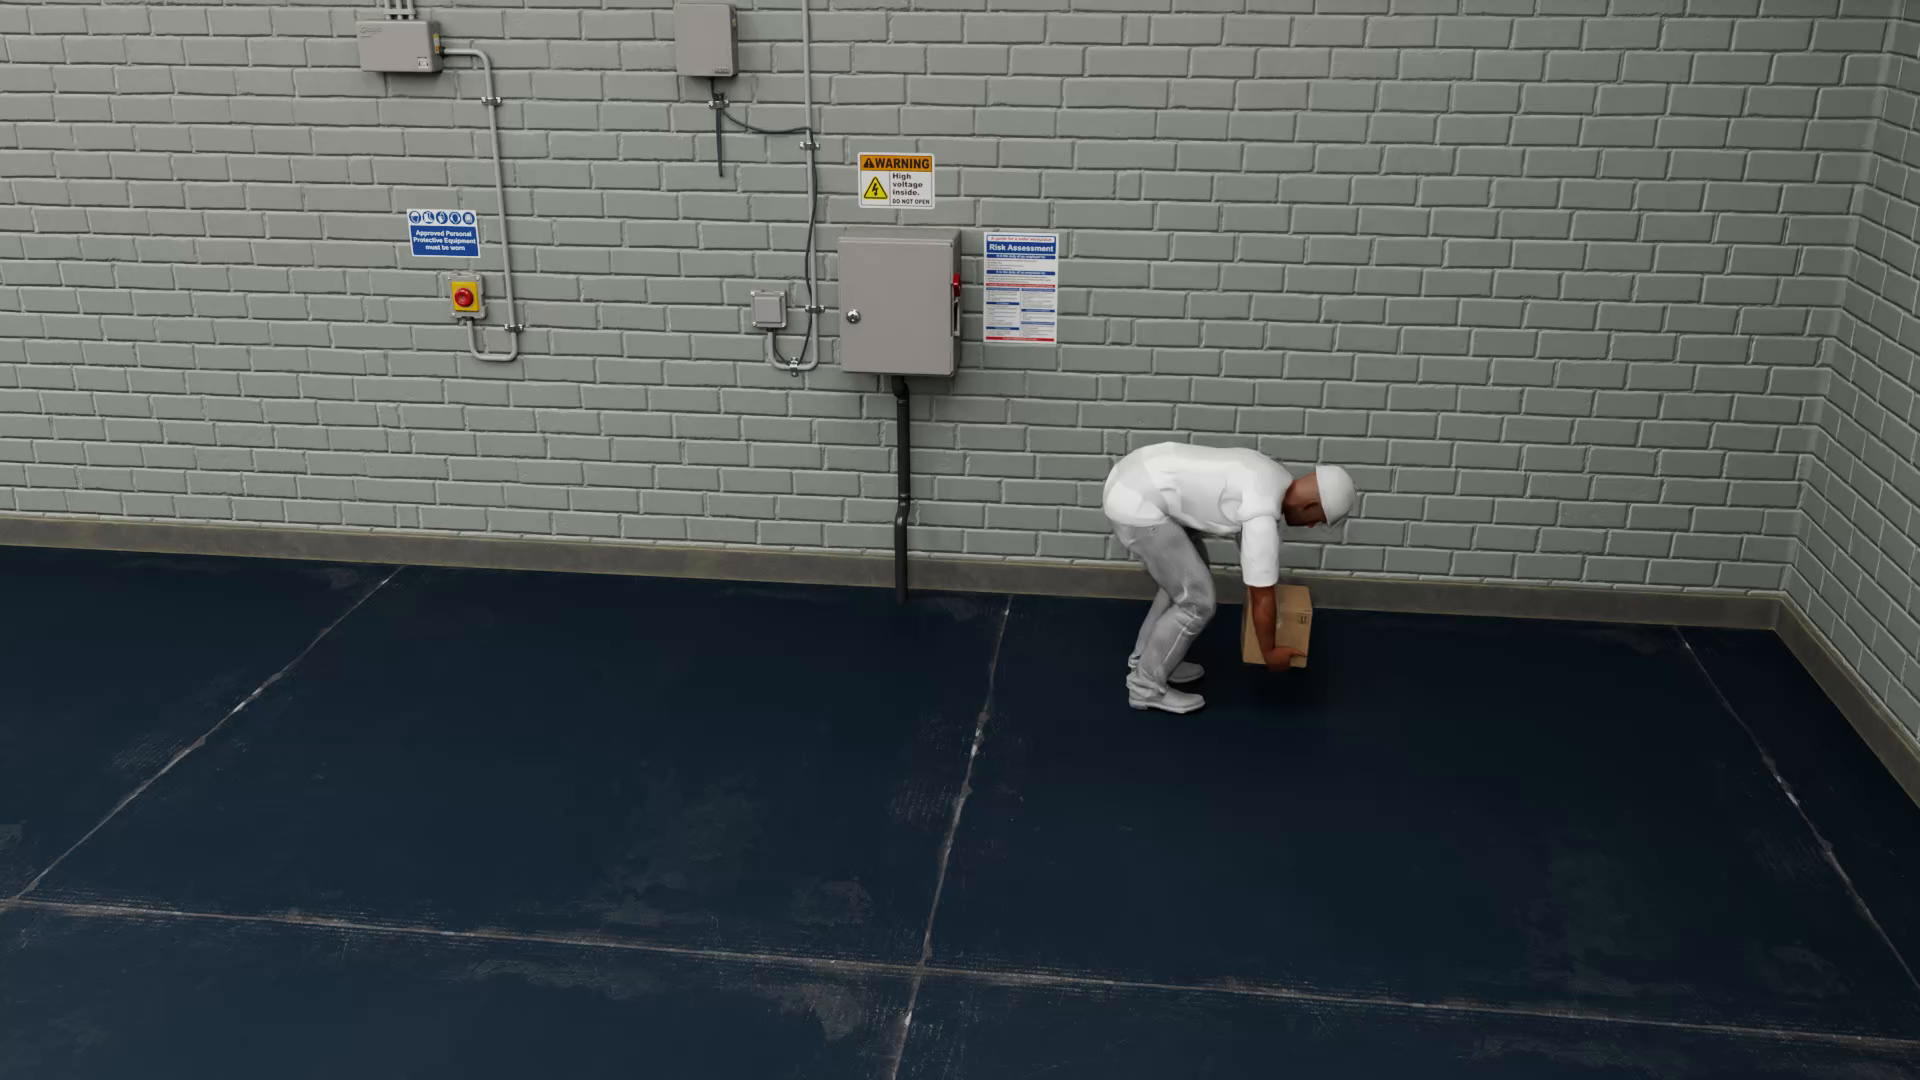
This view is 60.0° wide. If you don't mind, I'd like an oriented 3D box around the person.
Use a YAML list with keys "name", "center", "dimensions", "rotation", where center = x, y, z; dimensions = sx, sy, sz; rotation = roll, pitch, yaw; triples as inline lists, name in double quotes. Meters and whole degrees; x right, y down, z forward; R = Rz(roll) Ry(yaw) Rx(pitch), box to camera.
- name: "person"
  center: [1.054, 0.137, 6.663]
  dimensions: [0.982, 1.064, 0.482]
  rotation: [2, 21, 4]
